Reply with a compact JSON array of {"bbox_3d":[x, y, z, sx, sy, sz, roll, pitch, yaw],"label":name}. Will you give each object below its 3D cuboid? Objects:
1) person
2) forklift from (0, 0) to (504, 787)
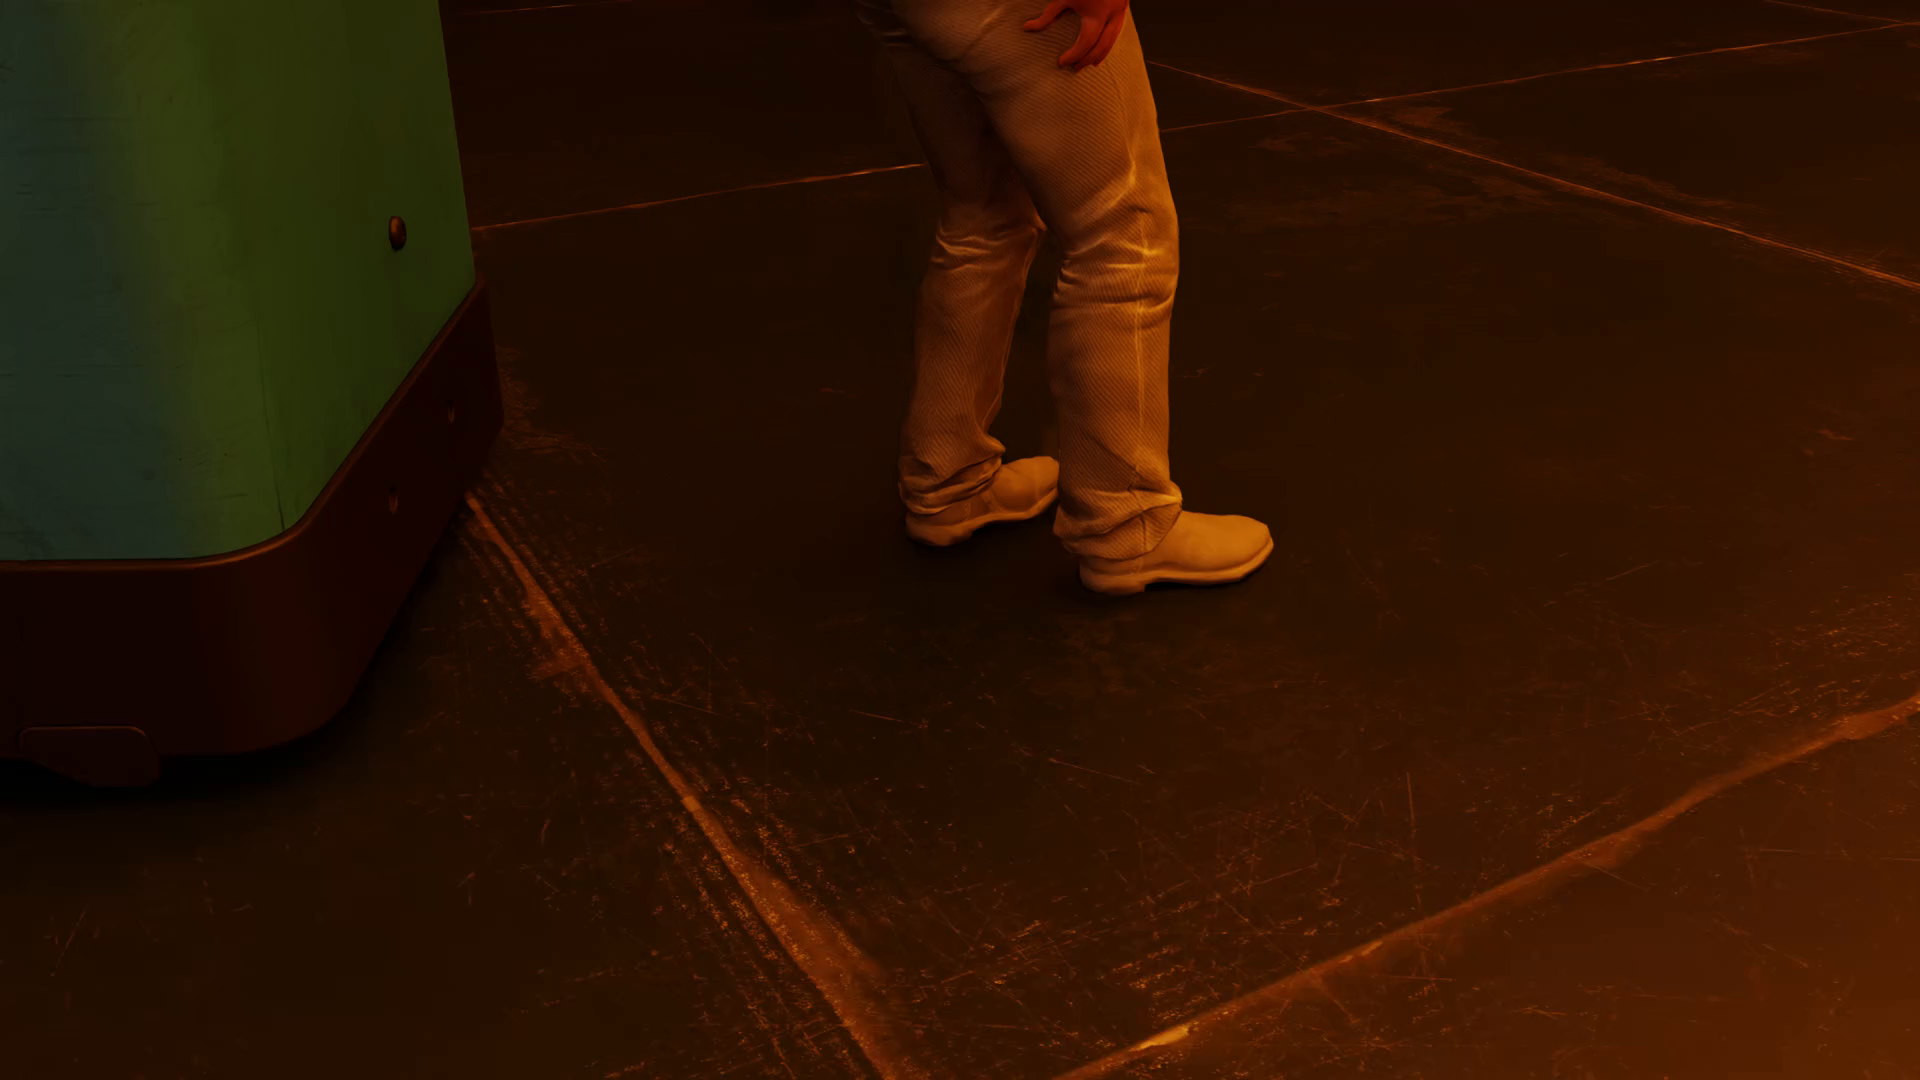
[{"bbox_3d":[0.079,-0.809,2.162,0.567,1.765,0.653,-13,30,-24],"label":"person"},{"bbox_3d":[-2.248,-1.222,1.669,3.031,2.935,1.130,-1,27,-1],"label":"forklift"}]
